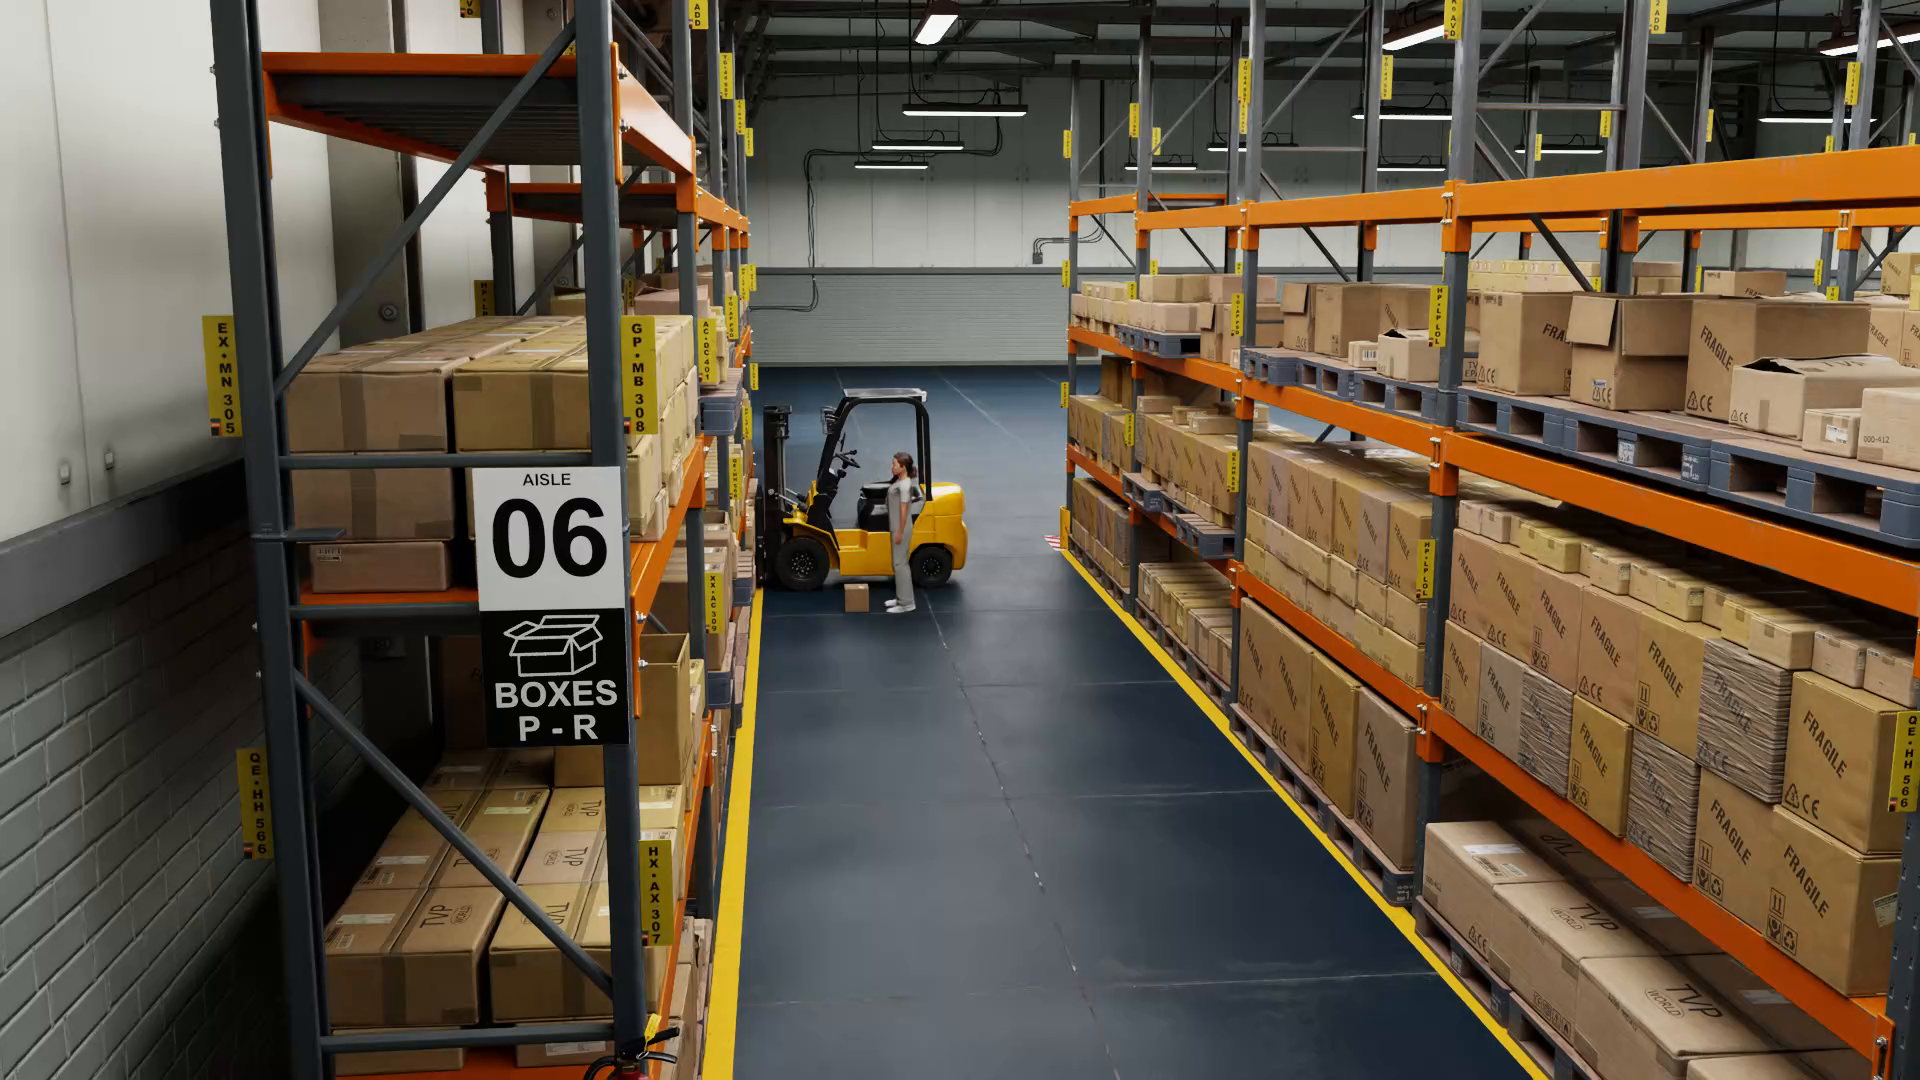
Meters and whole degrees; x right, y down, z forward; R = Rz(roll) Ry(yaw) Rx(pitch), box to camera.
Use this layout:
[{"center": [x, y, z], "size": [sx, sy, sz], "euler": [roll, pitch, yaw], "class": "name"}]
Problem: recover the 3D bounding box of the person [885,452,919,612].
[{"center": [-0.610, -0.083, 17.456], "size": [0.355, 1.690, 0.438], "euler": [-1, 10, -5], "class": "person"}]
